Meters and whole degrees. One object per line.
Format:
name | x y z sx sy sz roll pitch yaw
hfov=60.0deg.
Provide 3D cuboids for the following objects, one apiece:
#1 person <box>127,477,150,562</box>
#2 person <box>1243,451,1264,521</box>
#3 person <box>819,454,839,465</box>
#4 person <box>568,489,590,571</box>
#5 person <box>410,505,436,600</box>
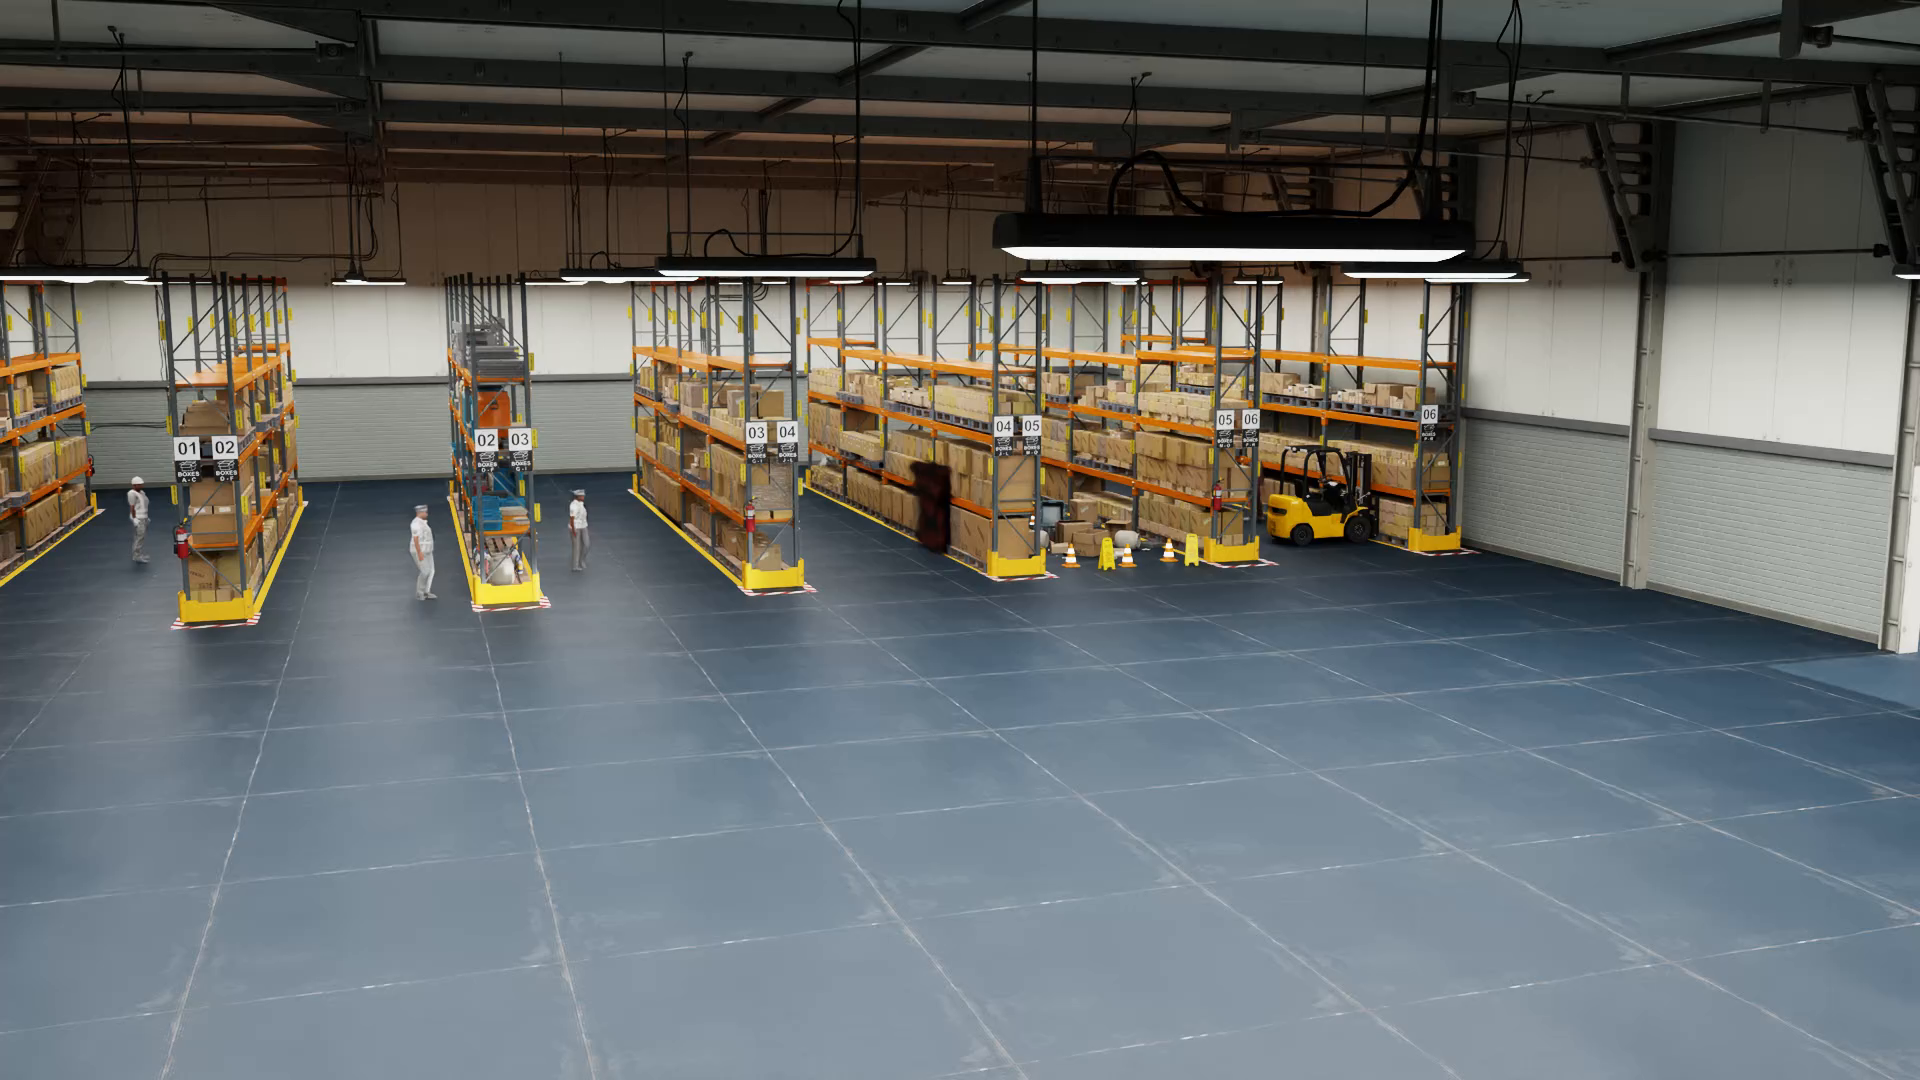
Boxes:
person | -17.324 -0.427 35.113 0.400 1.831 0.572 -4 10 -25
person | 7.299 -1.354 41.275 0.523 1.747 0.591 1 9 6
person | -3.870 -2.787 50.682 1.131 1.724 0.691 3 9 17
person | -7.847 -0.217 34.070 0.491 1.661 0.511 7 11 37
person | -9.988 0.250 30.936 0.427 1.814 0.540 2 9 14
